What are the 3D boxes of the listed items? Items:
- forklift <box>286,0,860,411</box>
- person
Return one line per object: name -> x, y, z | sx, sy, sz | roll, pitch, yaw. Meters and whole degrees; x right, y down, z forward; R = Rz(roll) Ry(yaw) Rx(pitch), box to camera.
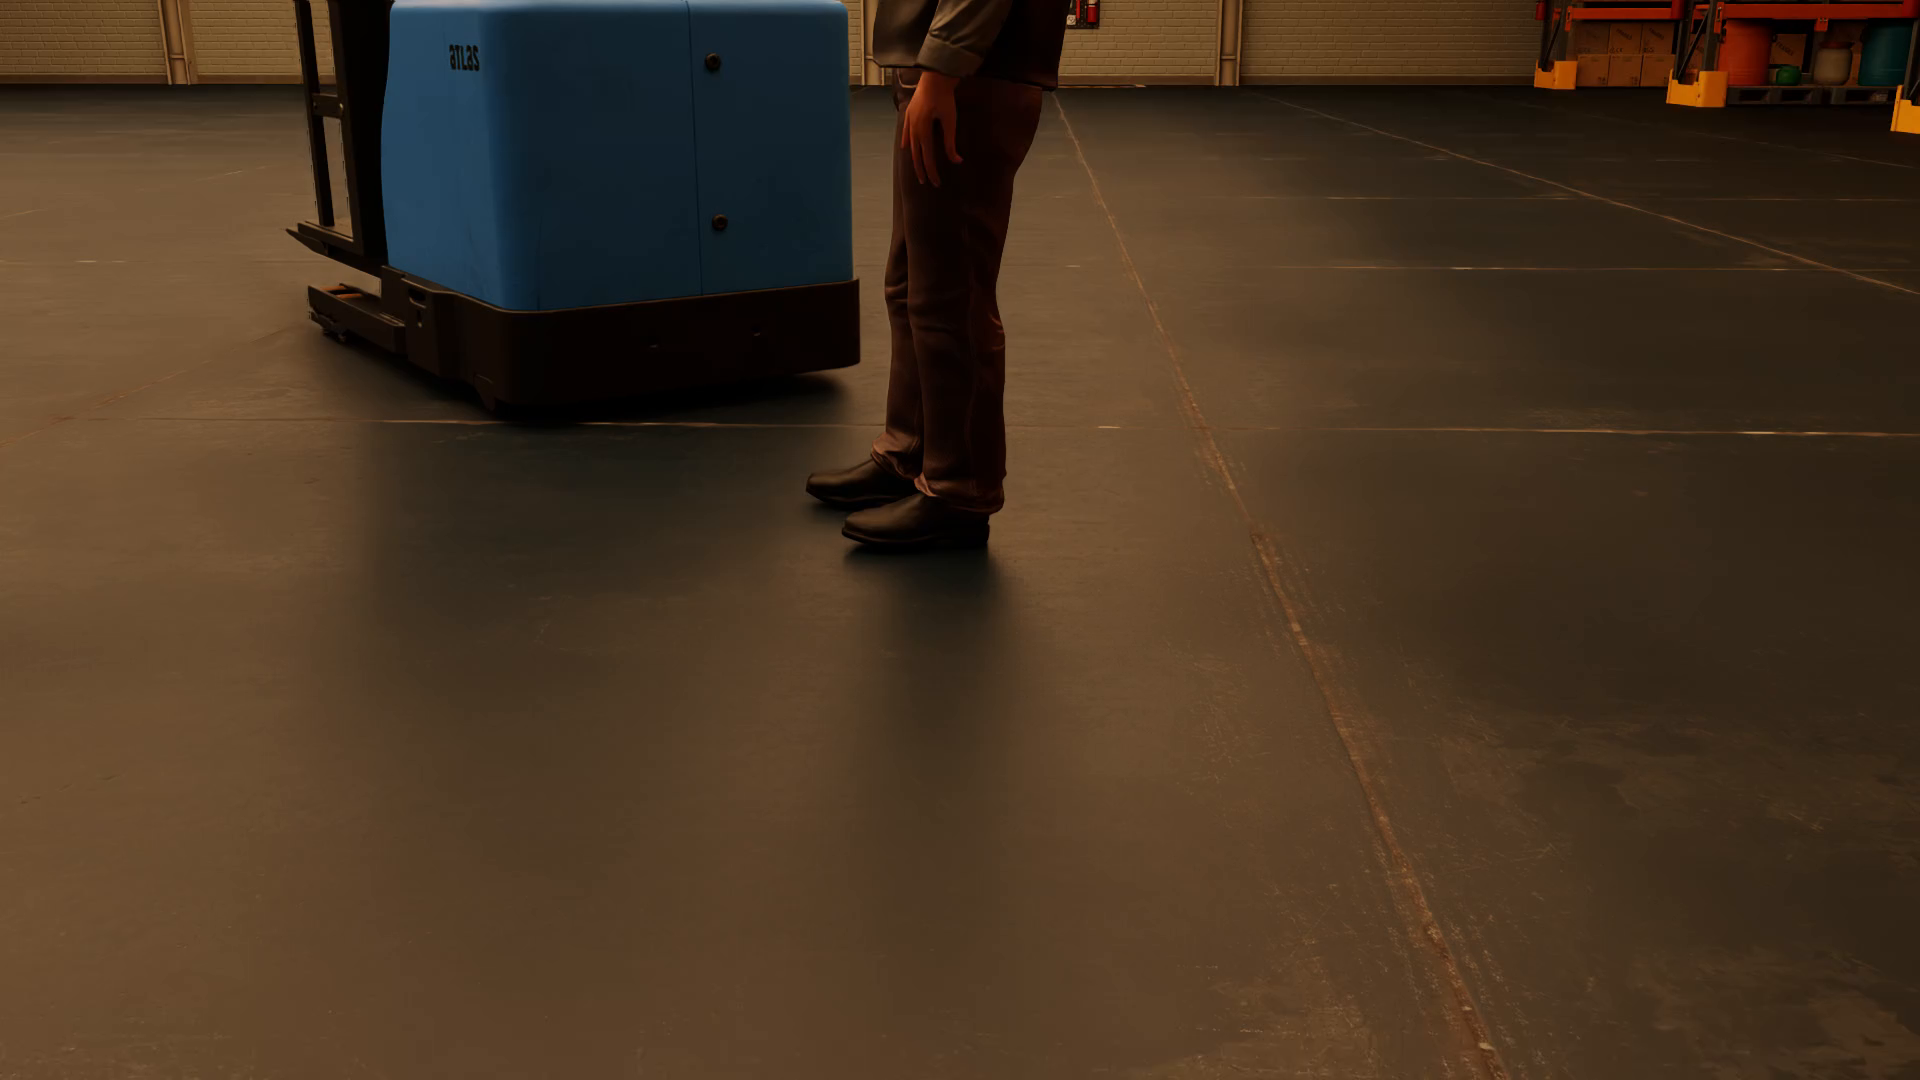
forklift -> -1.539, -2.116, 5.242 | 1.130, 2.935, 3.031 | -12, 21, -33
person -> -0.063, -0.832, 3.123 | 0.566, 1.722, 0.633 | 1, 17, 2
